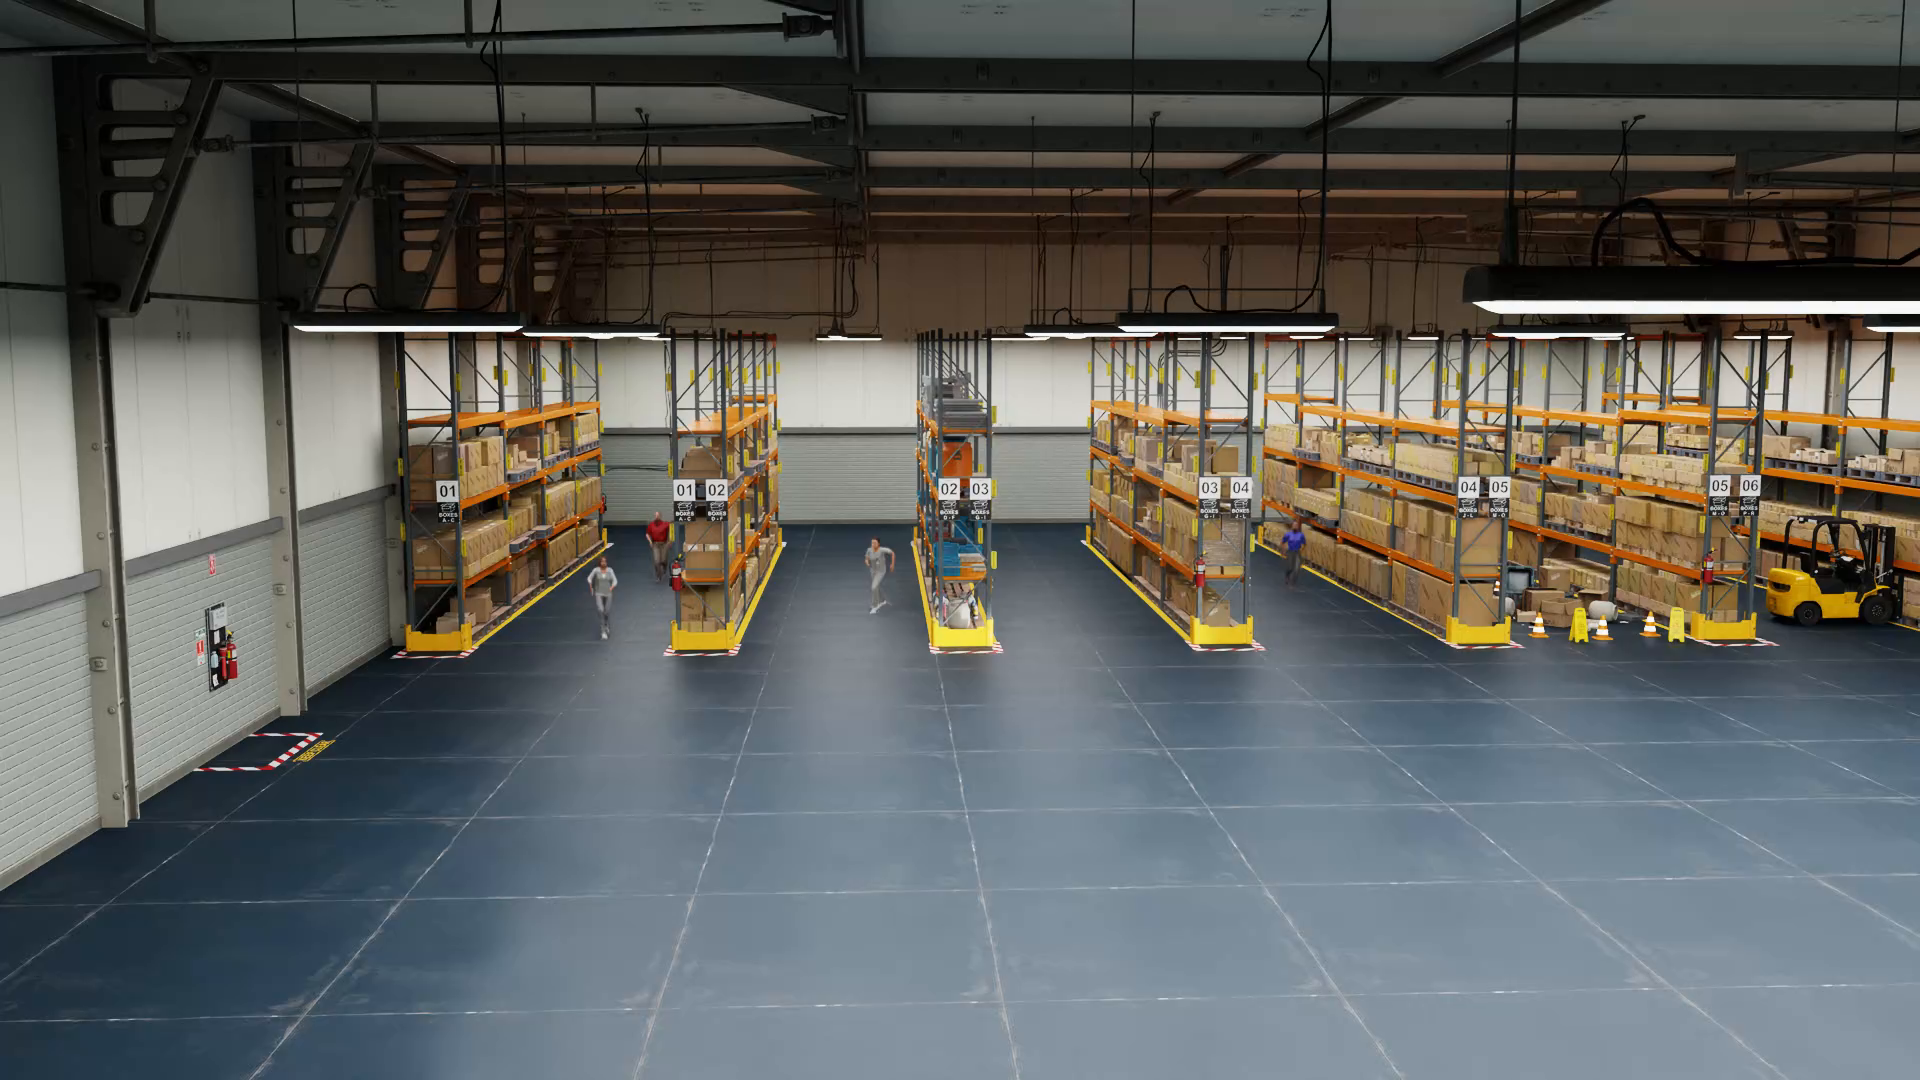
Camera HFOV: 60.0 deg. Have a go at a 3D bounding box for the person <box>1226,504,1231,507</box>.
[{"bbox_3d":[7.608,-0.801,48.124,0.674,1.708,0.536,7,9,44],"label":"person"}]

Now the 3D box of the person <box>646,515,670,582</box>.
[{"bbox_3d":[-7.277,0.182,40.304,0.649,1.628,0.560,0,7,1],"label":"person"}]

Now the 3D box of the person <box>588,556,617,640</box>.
[{"bbox_3d":[-6.975,1.118,32.517,0.542,1.641,0.732,-3,7,-21],"label":"person"}]

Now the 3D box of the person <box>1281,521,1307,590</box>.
[{"bbox_3d":[7.801,0.365,38.826,0.588,1.609,0.564,0,7,3],"label":"person"}]

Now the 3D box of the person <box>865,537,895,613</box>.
[{"bbox_3d":[-1.702,0.754,35.625,0.612,1.708,0.830,3,8,27],"label":"person"}]
